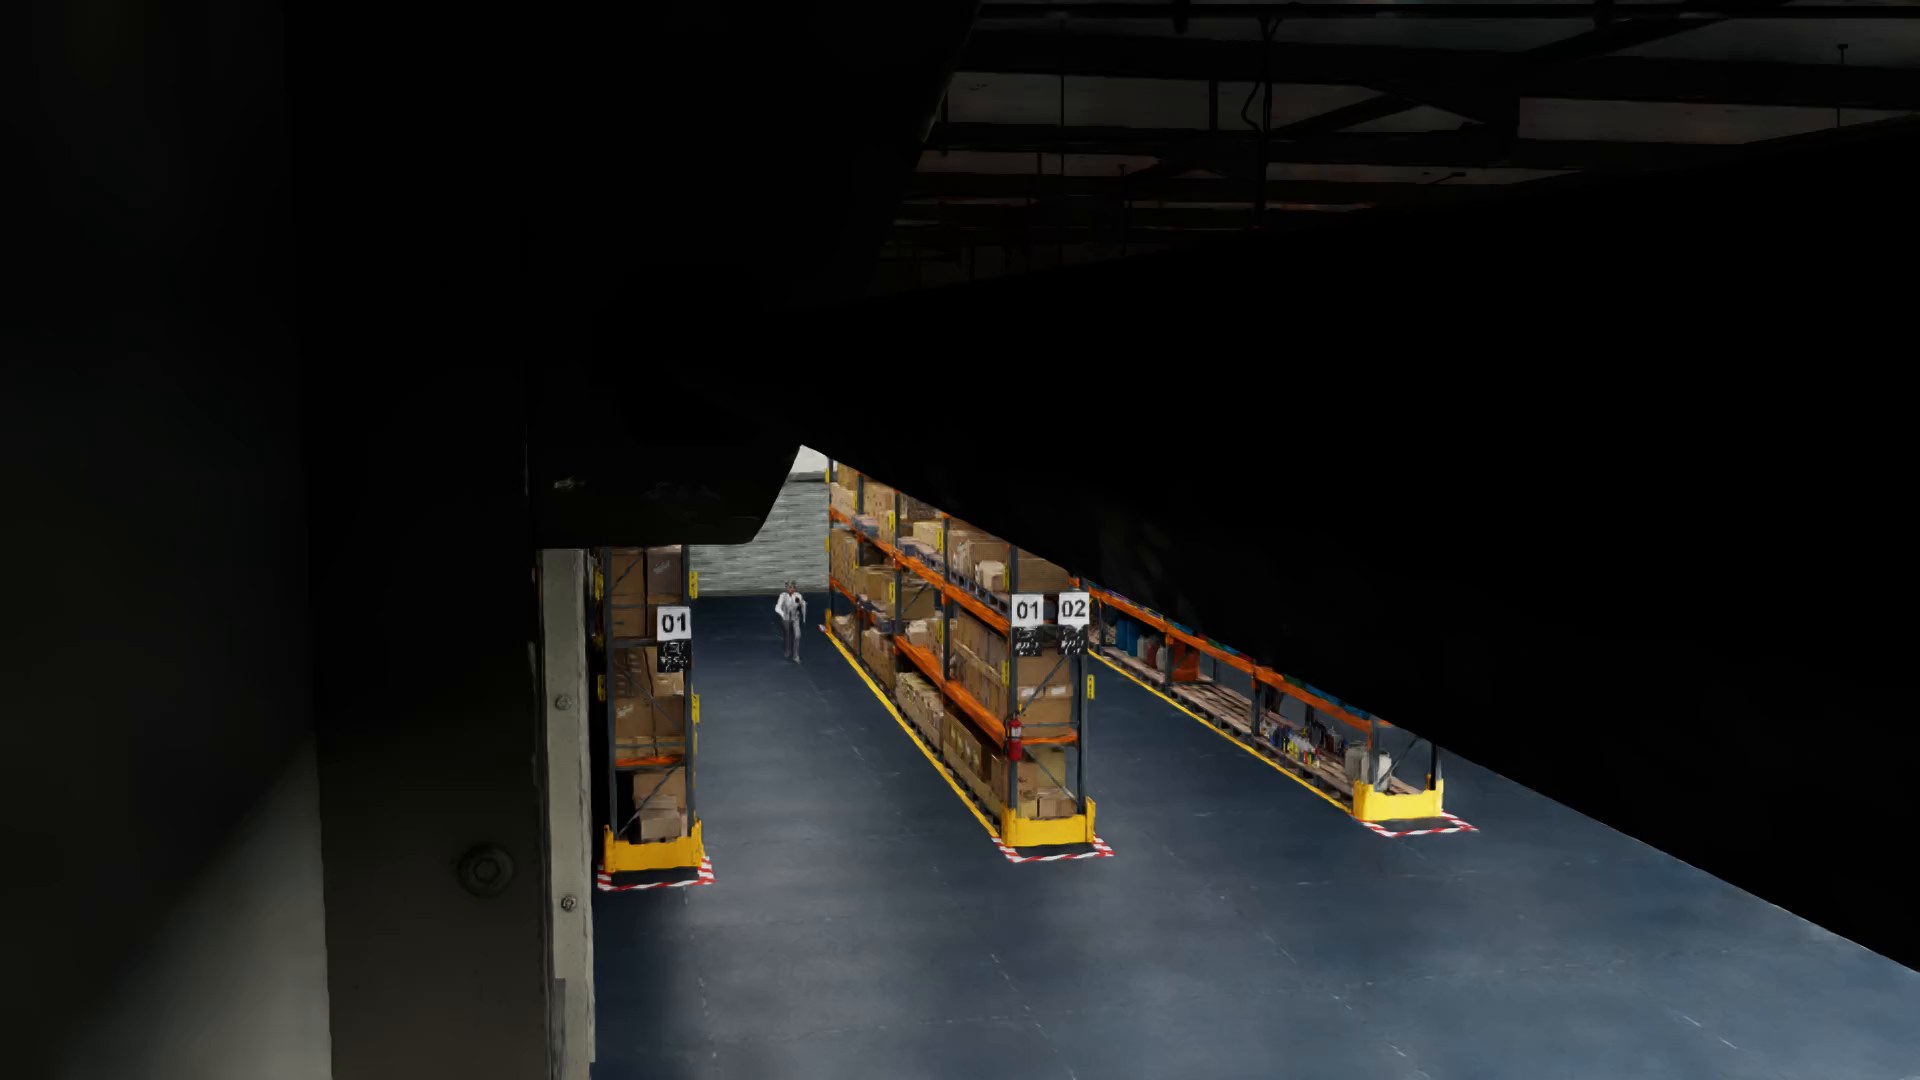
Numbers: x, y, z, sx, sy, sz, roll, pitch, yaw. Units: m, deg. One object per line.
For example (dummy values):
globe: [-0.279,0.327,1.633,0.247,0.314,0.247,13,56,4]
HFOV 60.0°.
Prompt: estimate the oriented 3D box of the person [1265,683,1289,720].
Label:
person: [5.333,2.140,27.983,0.392,1.724,0.627,-3,8,-25]

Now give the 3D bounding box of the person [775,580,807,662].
person: [-3.381,1.582,33.267,0.636,1.621,0.814,-1,7,-7]
